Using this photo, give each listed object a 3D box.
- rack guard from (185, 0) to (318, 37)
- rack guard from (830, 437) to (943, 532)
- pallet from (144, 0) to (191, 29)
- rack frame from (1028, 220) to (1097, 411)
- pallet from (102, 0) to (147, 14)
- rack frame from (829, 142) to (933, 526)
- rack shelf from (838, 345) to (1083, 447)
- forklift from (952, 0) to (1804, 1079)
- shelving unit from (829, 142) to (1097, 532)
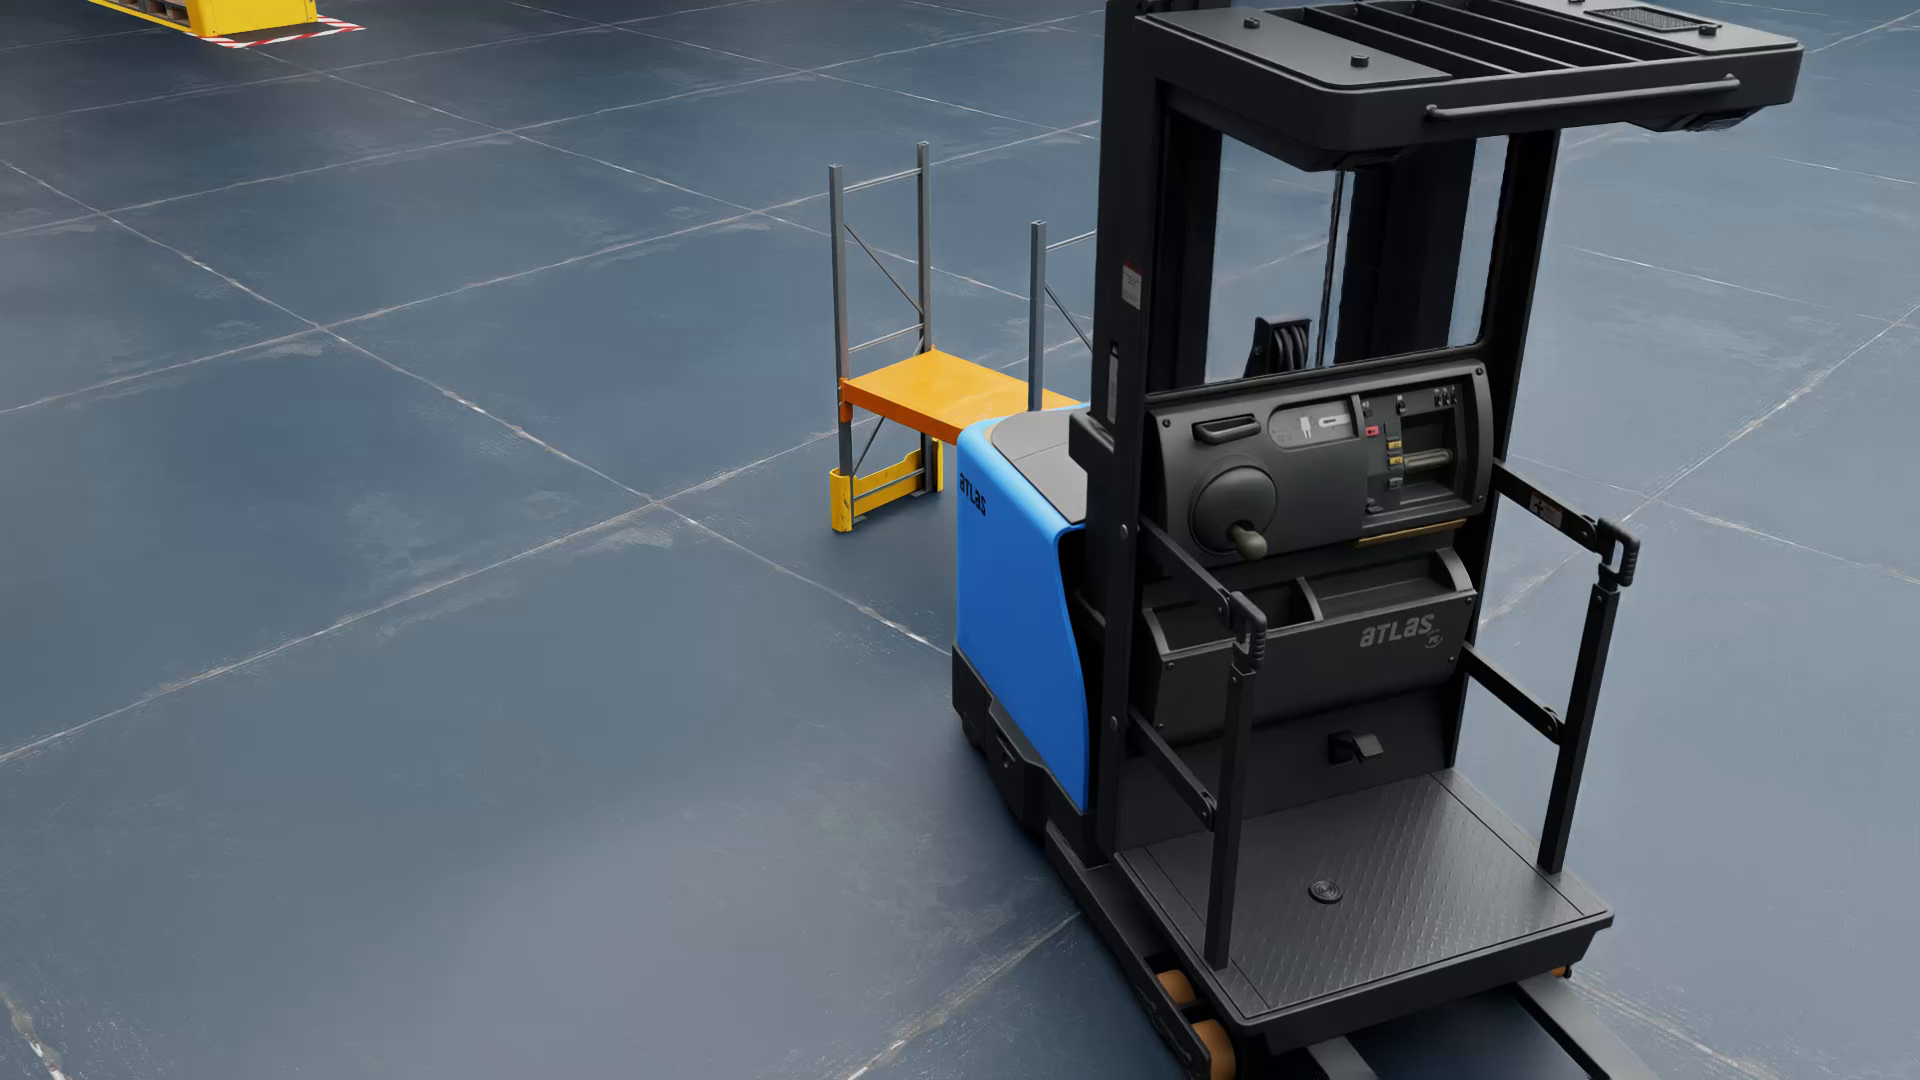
[{"bbox_3d":[-6.921,-5.268,16.231,0.348,0.500,1.175,25,36,38],"label":"rack guard"},{"bbox_3d":[-0.301,-0.248,6.954,0.087,0.250,0.587,25,36,38],"label":"rack guard"},{"bbox_3d":[-7.496,-5.407,16.806,1.213,0.211,1.003,25,36,38],"label":"pallet"},{"bbox_3d":[0.423,-0.470,6.033,0.032,1.500,0.500,25,36,38],"label":"rack frame"},{"bbox_3d":[-8.362,-5.805,17.563,1.213,0.211,1.003,25,36,38],"label":"pallet"},{"bbox_3d":[-0.302,-0.802,6.663,0.032,1.500,0.500,25,36,38],"label":"rack frame"},{"bbox_3d":[0.061,-0.477,6.432,1.000,0.185,0.538,25,36,38],"label":"rack shelf"},{"bbox_3d":[0.982,-0.153,3.892,1.130,2.935,3.031,-10,29,-19],"label":"forklift"},{"bbox_3d":[0.054,-0.639,6.354,1.083,1.500,0.587,25,36,38],"label":"shelving unit"}]
